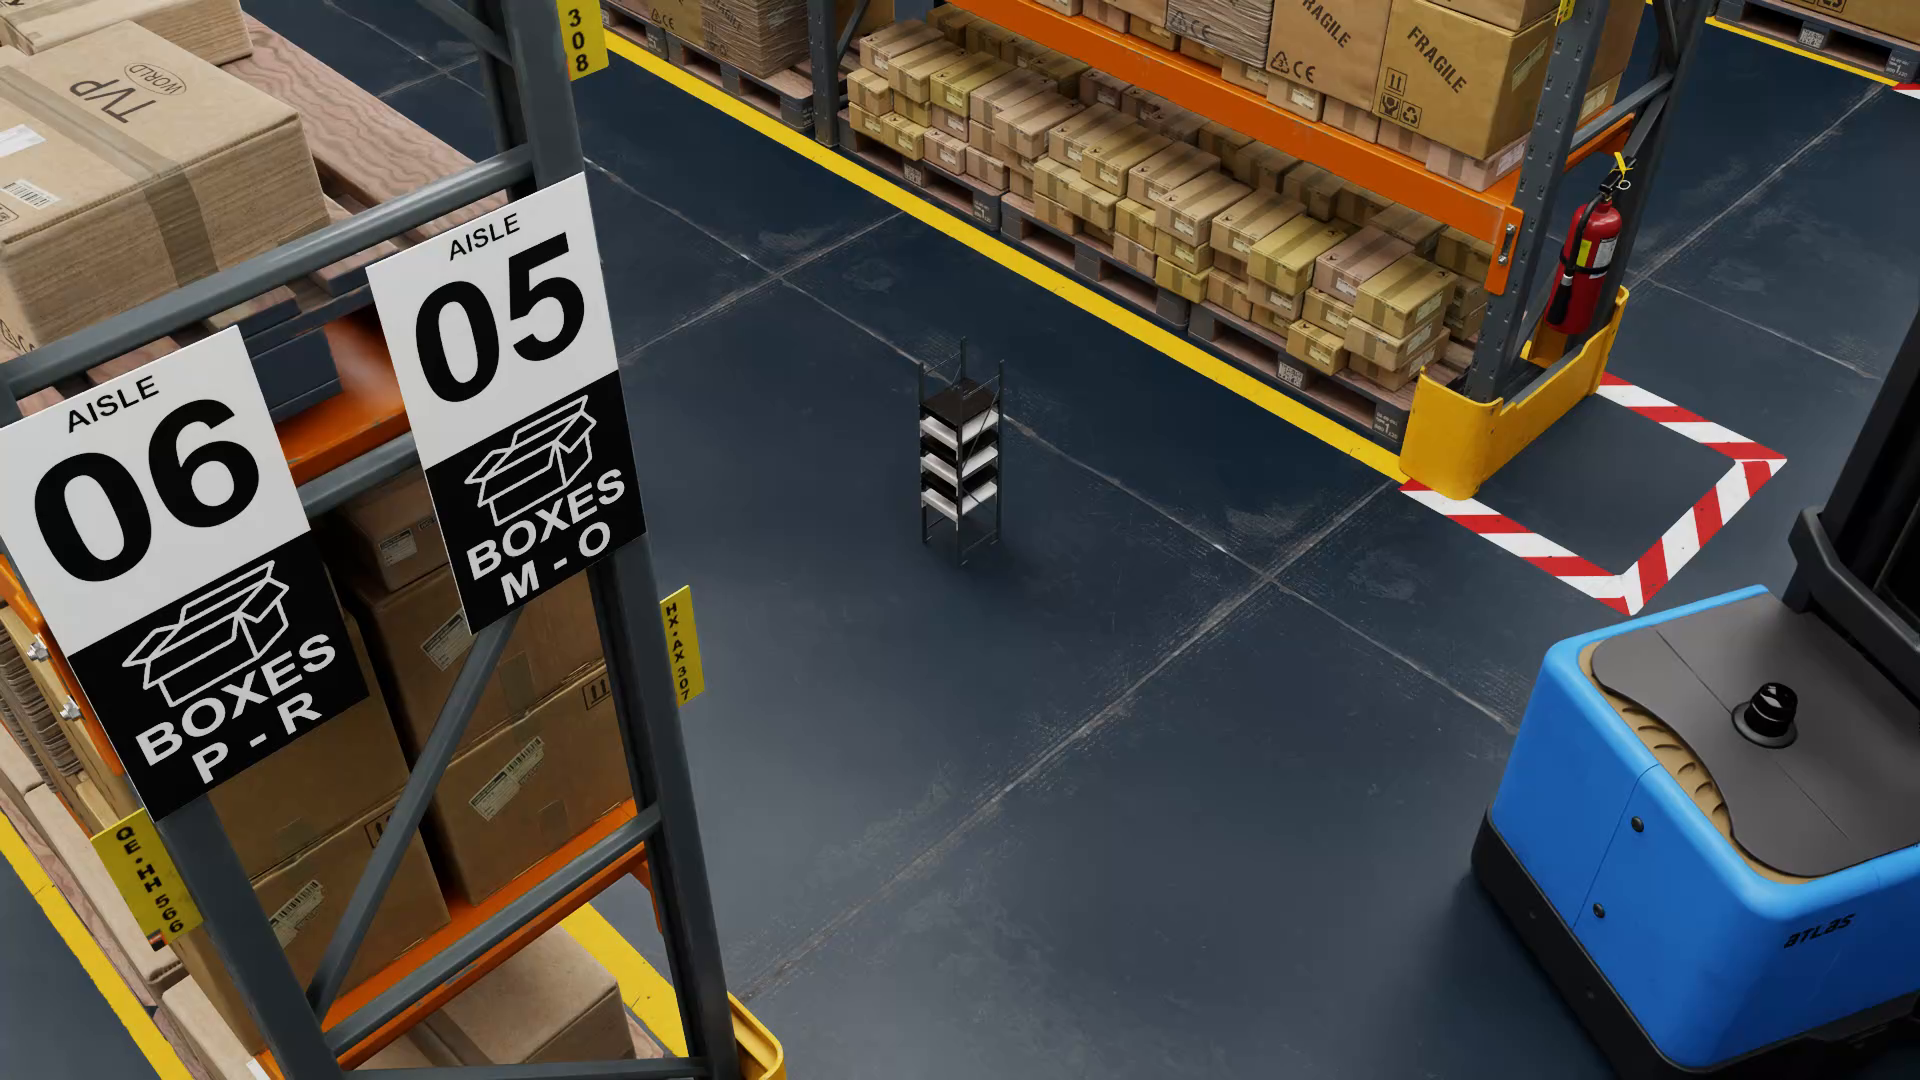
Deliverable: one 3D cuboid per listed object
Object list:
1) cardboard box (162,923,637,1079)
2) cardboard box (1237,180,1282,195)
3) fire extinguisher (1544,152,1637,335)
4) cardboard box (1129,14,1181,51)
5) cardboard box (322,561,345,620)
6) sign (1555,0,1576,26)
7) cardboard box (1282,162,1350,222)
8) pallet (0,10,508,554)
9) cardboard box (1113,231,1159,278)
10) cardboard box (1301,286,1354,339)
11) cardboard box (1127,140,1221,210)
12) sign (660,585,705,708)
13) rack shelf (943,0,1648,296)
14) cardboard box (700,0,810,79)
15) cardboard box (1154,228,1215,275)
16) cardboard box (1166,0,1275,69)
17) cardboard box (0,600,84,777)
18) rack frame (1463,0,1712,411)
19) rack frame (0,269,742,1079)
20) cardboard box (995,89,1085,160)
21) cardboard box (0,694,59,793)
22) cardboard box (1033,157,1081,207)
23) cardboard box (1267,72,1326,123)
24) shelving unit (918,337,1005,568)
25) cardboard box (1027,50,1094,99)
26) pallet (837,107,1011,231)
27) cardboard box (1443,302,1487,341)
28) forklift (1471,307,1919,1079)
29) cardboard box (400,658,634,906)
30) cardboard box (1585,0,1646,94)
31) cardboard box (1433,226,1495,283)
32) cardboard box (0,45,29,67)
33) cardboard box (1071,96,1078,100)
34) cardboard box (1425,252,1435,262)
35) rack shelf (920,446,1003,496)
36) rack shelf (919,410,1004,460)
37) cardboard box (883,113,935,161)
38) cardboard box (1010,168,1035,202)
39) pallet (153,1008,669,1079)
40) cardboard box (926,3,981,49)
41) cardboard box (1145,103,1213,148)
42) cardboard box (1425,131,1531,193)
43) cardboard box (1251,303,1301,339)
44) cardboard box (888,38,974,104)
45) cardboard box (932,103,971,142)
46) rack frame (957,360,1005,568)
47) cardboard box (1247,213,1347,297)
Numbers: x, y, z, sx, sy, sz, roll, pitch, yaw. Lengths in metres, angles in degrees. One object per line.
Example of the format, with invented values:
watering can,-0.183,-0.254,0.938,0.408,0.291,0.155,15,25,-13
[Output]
cardboard box,-1.541,1.366,4.640,0.875,0.438,0.875,32,52,30
cardboard box,1.493,-1.655,7.903,0.250,0.149,0.380,32,51,30
fire extinguisher,2.281,-1.065,6.024,0.296,0.674,0.183,-34,53,-31
cardboard box,0.953,-2.282,7.195,0.380,0.149,0.250,-33,52,-31
cardboard box,-1.399,0.130,3.111,0.380,0.149,0.250,-33,52,-31
sign,2.022,-1.858,5.464,0.100,0.325,0.005,-34,53,-31
cardboard box,1.699,-1.650,7.678,0.250,0.149,0.380,32,51,30
pallet,-1.535,-0.572,3.014,1.003,0.211,1.213,-34,53,-31
cardboard box,0.944,-1.422,7.870,0.380,0.149,0.250,-33,52,-31
cardboard box,1.708,-1.057,7.256,0.250,0.149,0.380,33,52,31
cardboard box,0.992,-1.680,7.711,0.250,0.149,0.380,32,52,30
sign,-0.607,0.238,3.586,0.100,0.325,0.005,-34,53,-31
rack shelf,1.017,-2.269,7.526,1.077,0.370,4.000,-34,53,-31
cardboard box,-1.096,-2.966,9.282,0.500,0.500,0.500,33,52,31
cardboard box,1.112,-1.397,7.624,0.380,0.149,0.250,-33,52,-31
cardboard box,1.205,-2.300,6.736,0.500,0.500,0.500,-34,52,-31
cardboard box,-1.903,0.090,3.632,0.500,0.500,0.500,-34,52,-31
rack frame,2.429,-1.573,6.242,1.000,3.000,0.127,-34,53,-31
rack frame,-1.004,0.848,3.622,1.000,3.000,0.127,-34,53,-31
cardboard box,0.389,-2.021,8.080,0.380,0.149,0.250,-33,52,-30
cardboard box,-2.246,0.216,4.232,0.500,0.500,0.500,-33,52,-30
cardboard box,0.573,-1.779,8.037,0.250,0.149,0.380,34,52,31
cardboard box,1.466,-1.864,6.742,0.380,0.149,0.250,-33,52,-30
shelving unit,0.006,-0.327,6.440,0.258,0.900,0.210,-34,53,-31
cardboard box,0.558,-2.392,8.481,0.380,0.149,0.250,-32,52,-30
pallet,0.104,-2.165,8.937,1.003,0.211,1.213,-34,53,-31
cardboard box,2.286,-1.085,7.505,0.380,0.149,0.250,-33,52,-31
forklift,3.262,-0.010,4.601,3.031,2.935,1.130,-14,44,-14
cardboard box,-1.140,0.443,3.986,0.500,0.500,0.500,34,52,31
cardboard box,2.308,-2.067,6.483,0.500,0.500,0.500,-32,51,-30
cardboard box,2.300,-1.313,7.313,0.250,0.149,0.380,32,51,30
cardboard box,-1.738,-0.688,2.876,0.250,0.149,0.380,30,51,29
cardboard box,0.561,-2.300,8.601,0.380,0.149,0.250,-34,52,-31
cardboard box,2.088,-1.322,7.543,0.250,0.149,0.380,34,52,31
rack shelf,0.006,-0.302,6.463,0.258,0.077,0.200,-34,53,-31
rack shelf,0.006,-0.434,6.341,0.258,0.077,0.200,-34,53,-31
cardboard box,-0.178,-2.145,8.652,0.380,0.149,0.250,-33,52,-30
cardboard box,0.464,-1.840,8.322,0.250,0.149,0.380,32,51,30
pallet,-1.624,1.526,4.943,1.003,0.211,1.213,-34,53,-31
cardboard box,0.040,-2.774,8.895,0.380,0.149,0.250,-33,52,-30
cardboard box,1.111,-2.011,8.069,0.380,0.149,0.250,-34,52,-31
cardboard box,1.999,-1.502,6.350,0.380,0.149,0.250,-34,53,-31
cardboard box,1.531,-1.076,7.495,0.250,0.149,0.380,34,52,31
cardboard box,-0.146,-2.395,8.484,0.380,0.149,0.250,-31,51,-29
cardboard box,0.074,-2.205,8.498,0.250,0.149,0.380,34,52,31
rack frame,0.078,-0.278,6.387,0.240,0.900,0.006,-34,53,-31
cardboard box,1.466,-1.243,7.238,0.250,0.149,0.380,33,52,31
